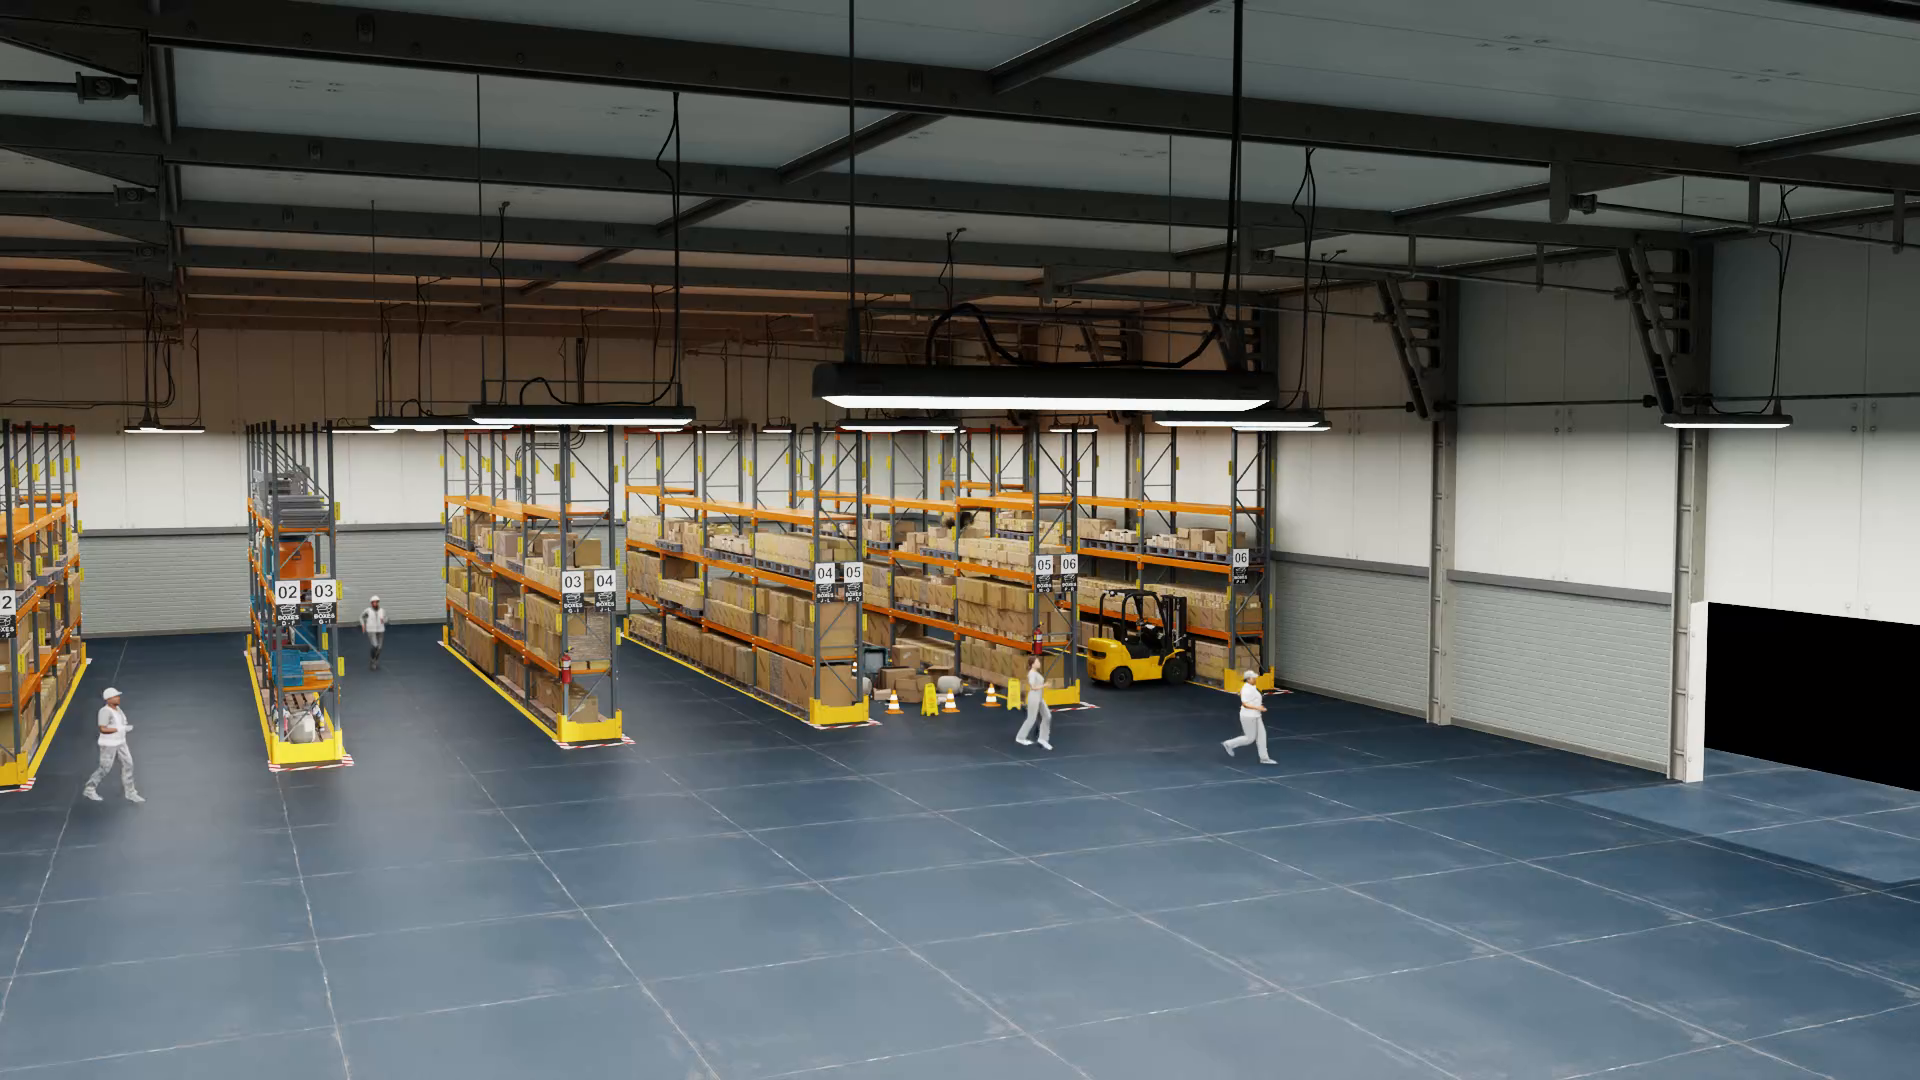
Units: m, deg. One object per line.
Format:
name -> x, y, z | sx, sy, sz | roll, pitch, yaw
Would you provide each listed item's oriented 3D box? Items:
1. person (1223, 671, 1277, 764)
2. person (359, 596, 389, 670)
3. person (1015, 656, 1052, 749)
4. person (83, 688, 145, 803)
person -> 5.077, 3.088, 29.024 | 0.932, 1.633, 0.621 | 1, 4, 21
person -> -14.402, 2.285, 40.966 | 0.627, 1.812, 0.731 | -3, 5, -40
person -> 1.368, 2.980, 30.464 | 0.716, 1.723, 0.547 | 1, 4, 19
person -> -13.171, 3.201, 25.787 | 0.884, 1.825, 0.672 | 0, 4, 1
